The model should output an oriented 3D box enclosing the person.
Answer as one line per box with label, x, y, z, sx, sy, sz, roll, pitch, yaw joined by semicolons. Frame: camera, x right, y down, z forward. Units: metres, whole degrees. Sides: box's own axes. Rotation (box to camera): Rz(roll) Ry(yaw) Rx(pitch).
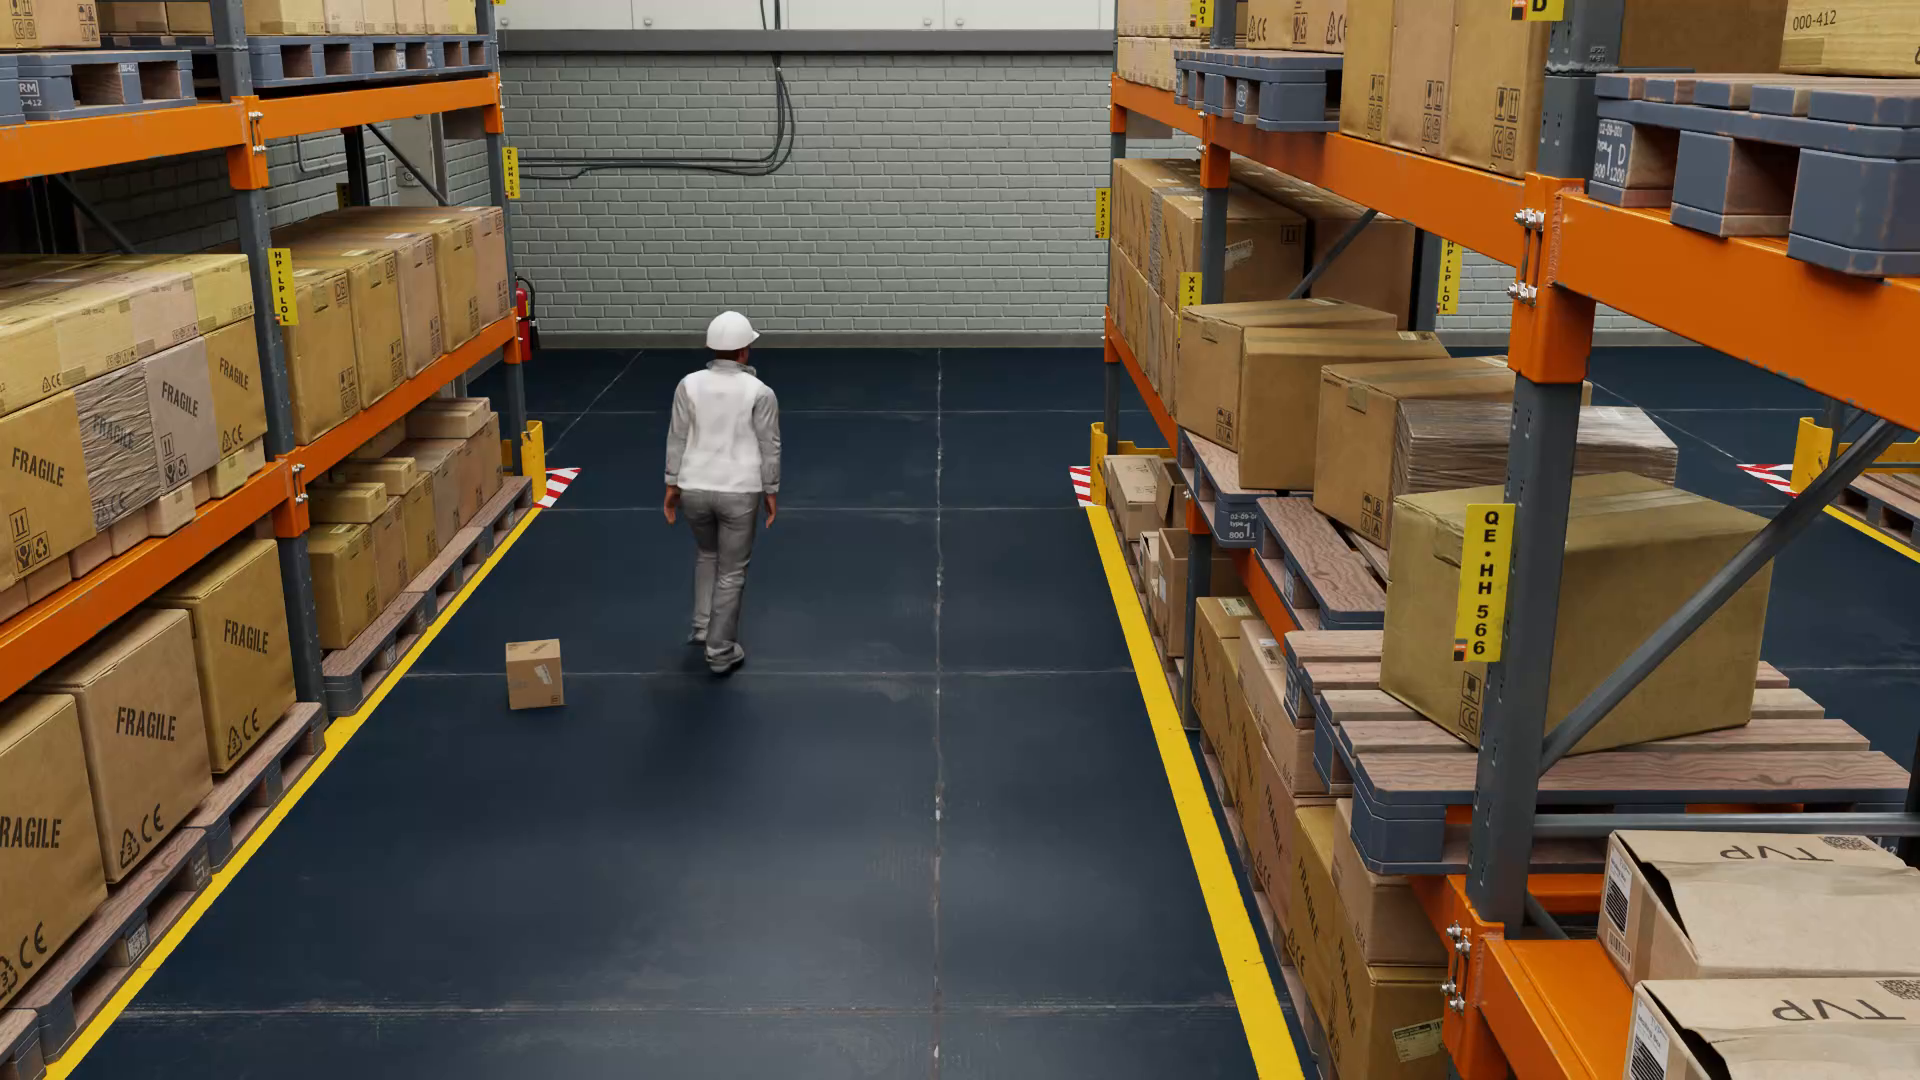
person;-1.161;-0.243;8.233;0.564;1.756;0.535;4;17;13
